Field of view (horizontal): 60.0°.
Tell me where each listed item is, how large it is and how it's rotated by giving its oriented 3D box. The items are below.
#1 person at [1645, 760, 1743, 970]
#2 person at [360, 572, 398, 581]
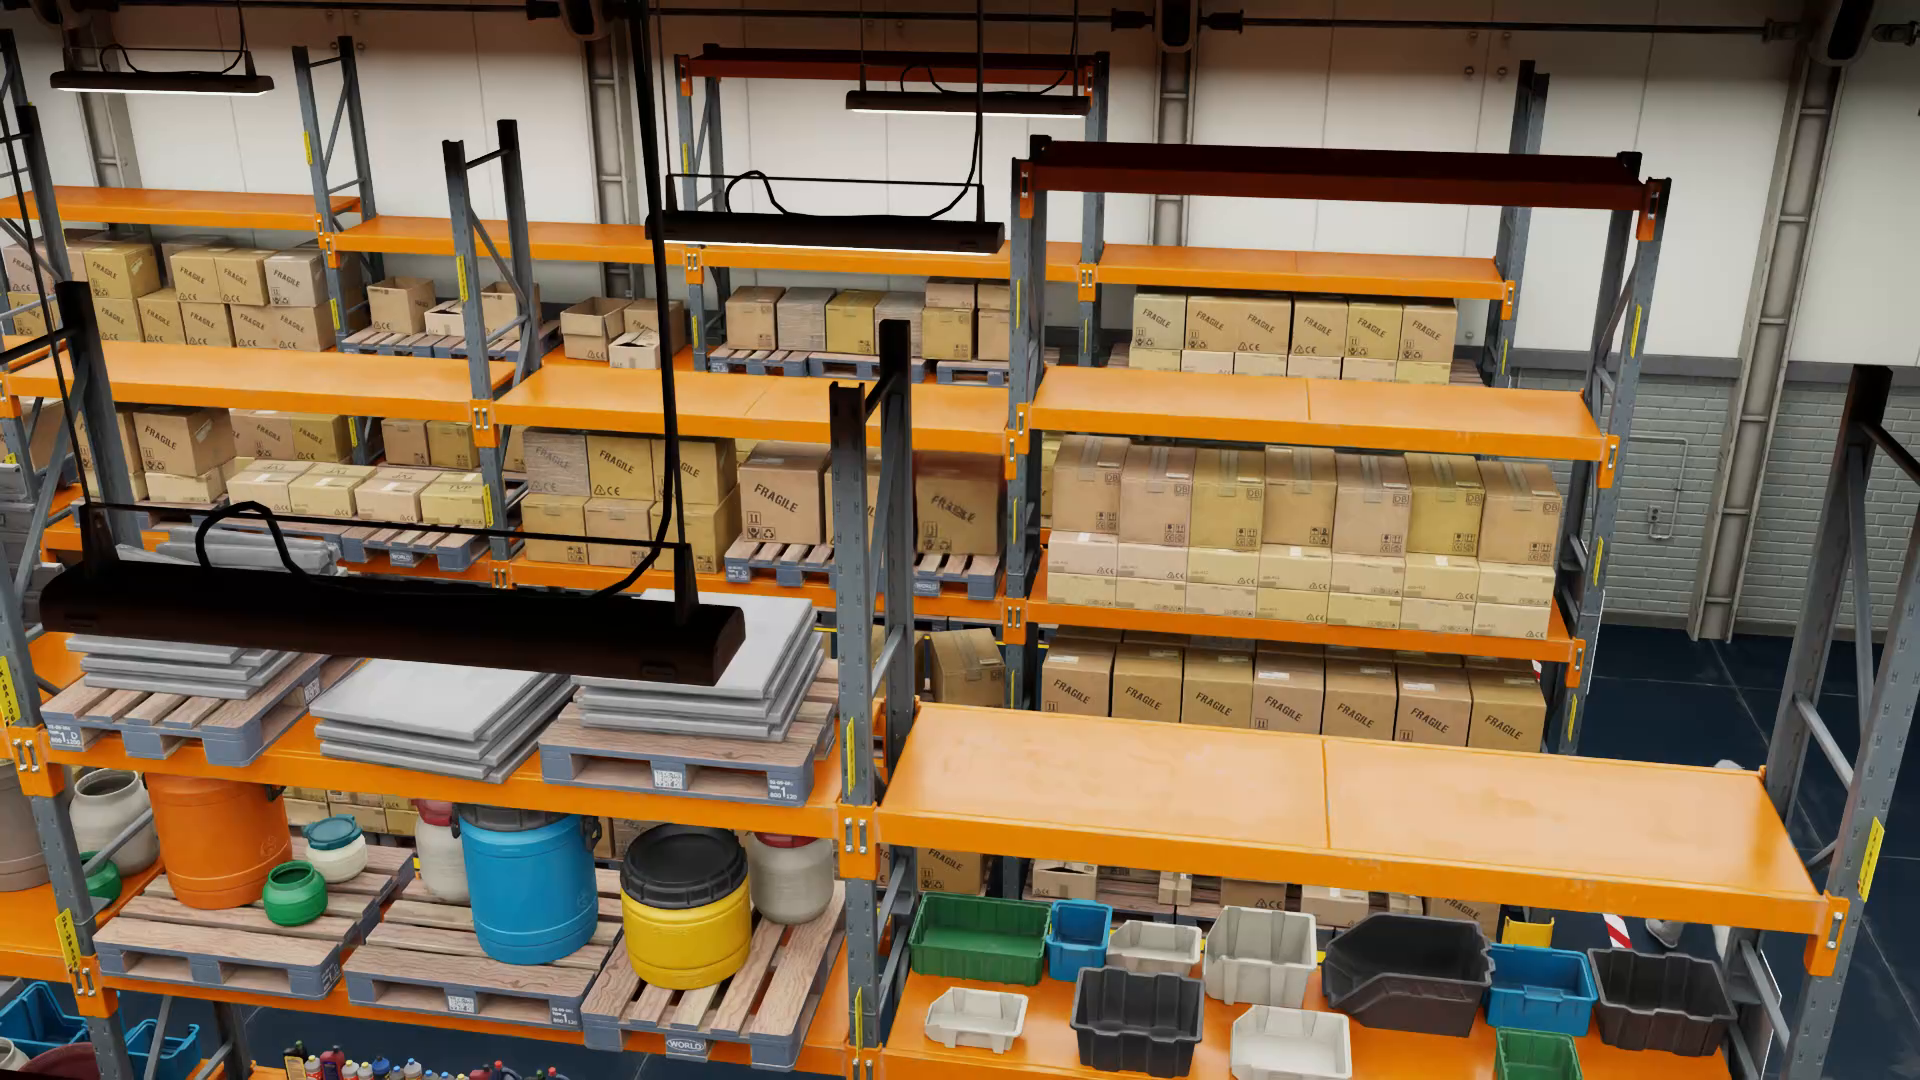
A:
[{"bbox_3d":[5.624,2.439,12.376,0.531,1.730,1.023,-2,23,-6],"label":"person"},{"bbox_3d":[-6.163,0.343,17.438,1.051,1.595,0.491,-8,24,-19],"label":"person"}]
